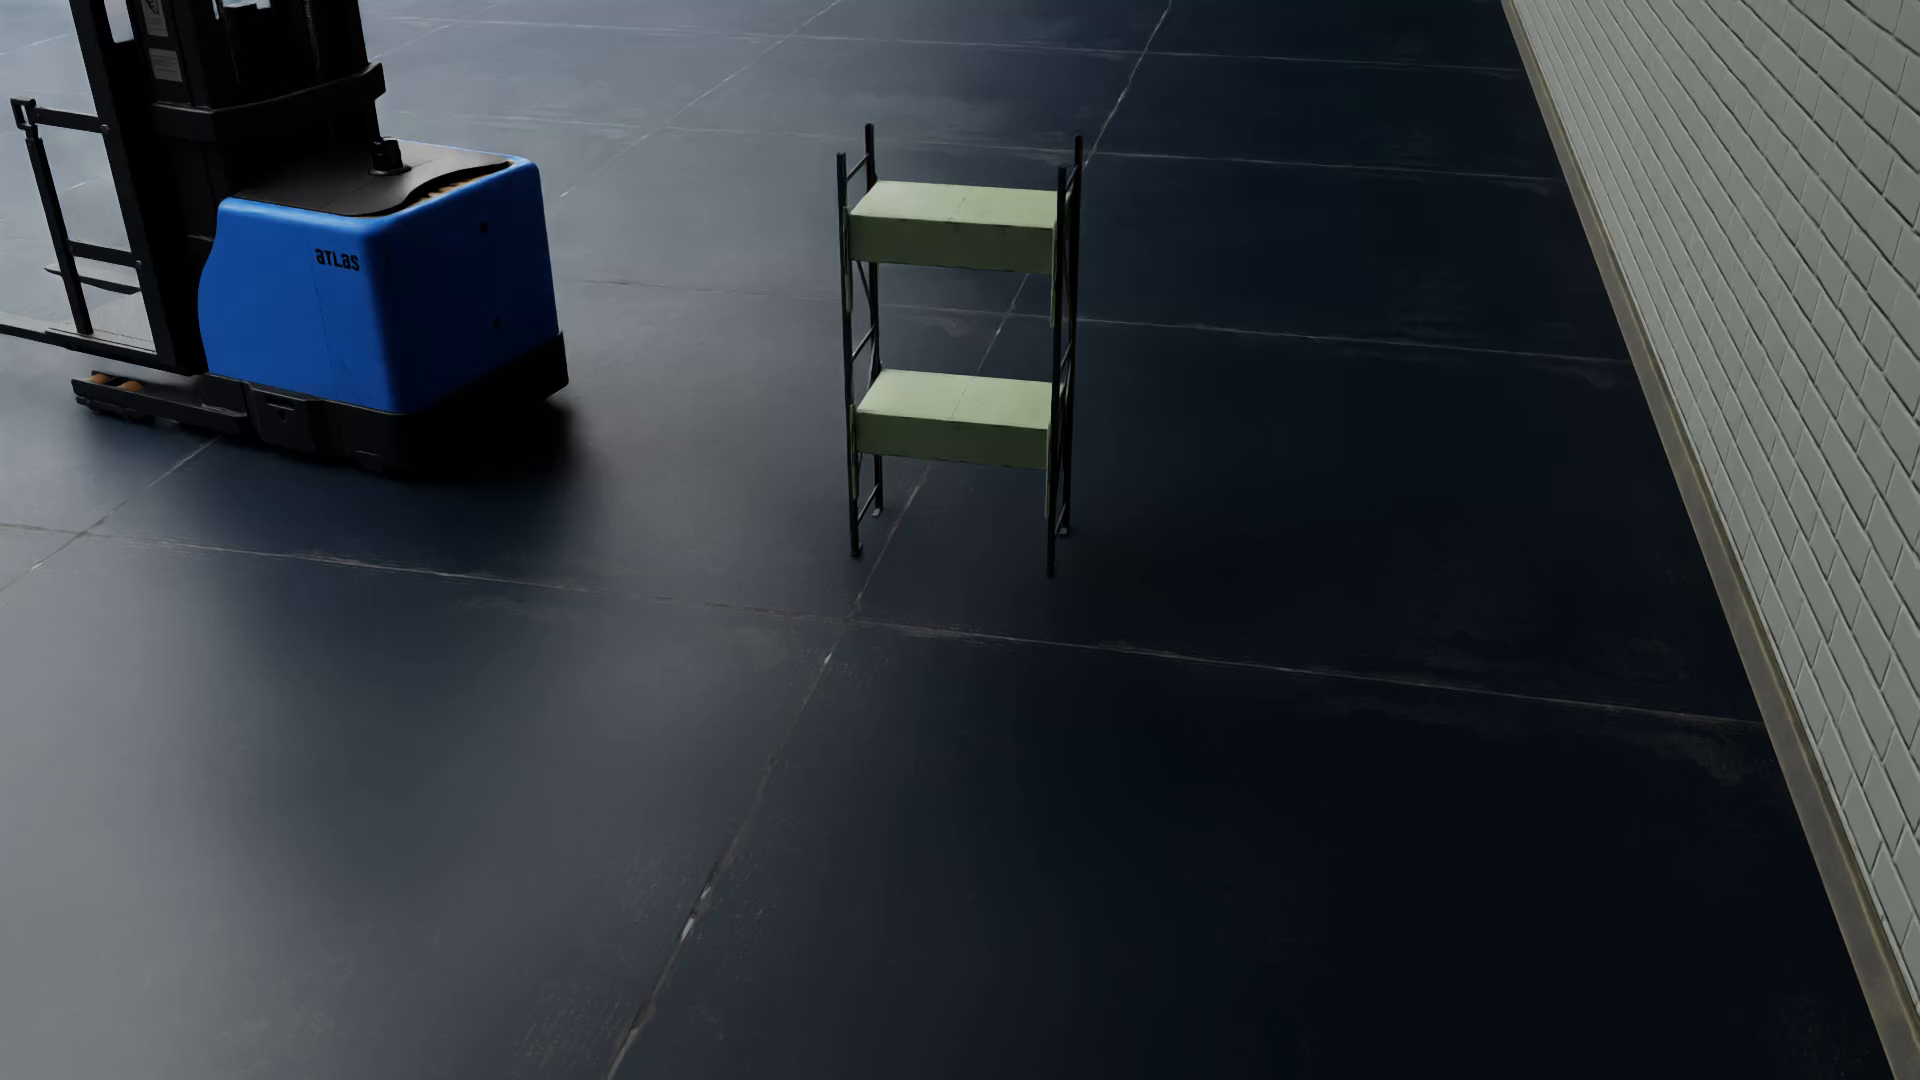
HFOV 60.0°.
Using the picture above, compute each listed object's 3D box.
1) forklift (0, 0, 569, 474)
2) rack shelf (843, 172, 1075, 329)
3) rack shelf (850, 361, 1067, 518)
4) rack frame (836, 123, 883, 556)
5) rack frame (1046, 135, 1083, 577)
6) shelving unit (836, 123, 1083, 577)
[{"bbox_3d":[-3.295,-2.018,6.884,3.031,2.935,1.130,13,31,22],"label":"forklift"},{"bbox_3d":[0.007,-1.000,5.701,0.720,0.370,0.431,6,29,11],"label":"rack shelf"},{"bbox_3d":[0.007,-0.371,6.045,0.720,0.370,0.431,6,29,11],"label":"rack shelf"},{"bbox_3d":[-0.351,-0.694,5.956,0.023,1.500,0.400,6,29,11],"label":"rack frame"},{"bbox_3d":[0.364,-0.620,5.822,0.023,1.500,0.400,6,29,11],"label":"rack frame"},{"bbox_3d":[0.007,-0.657,5.889,0.755,1.500,0.431,6,29,11],"label":"shelving unit"}]
